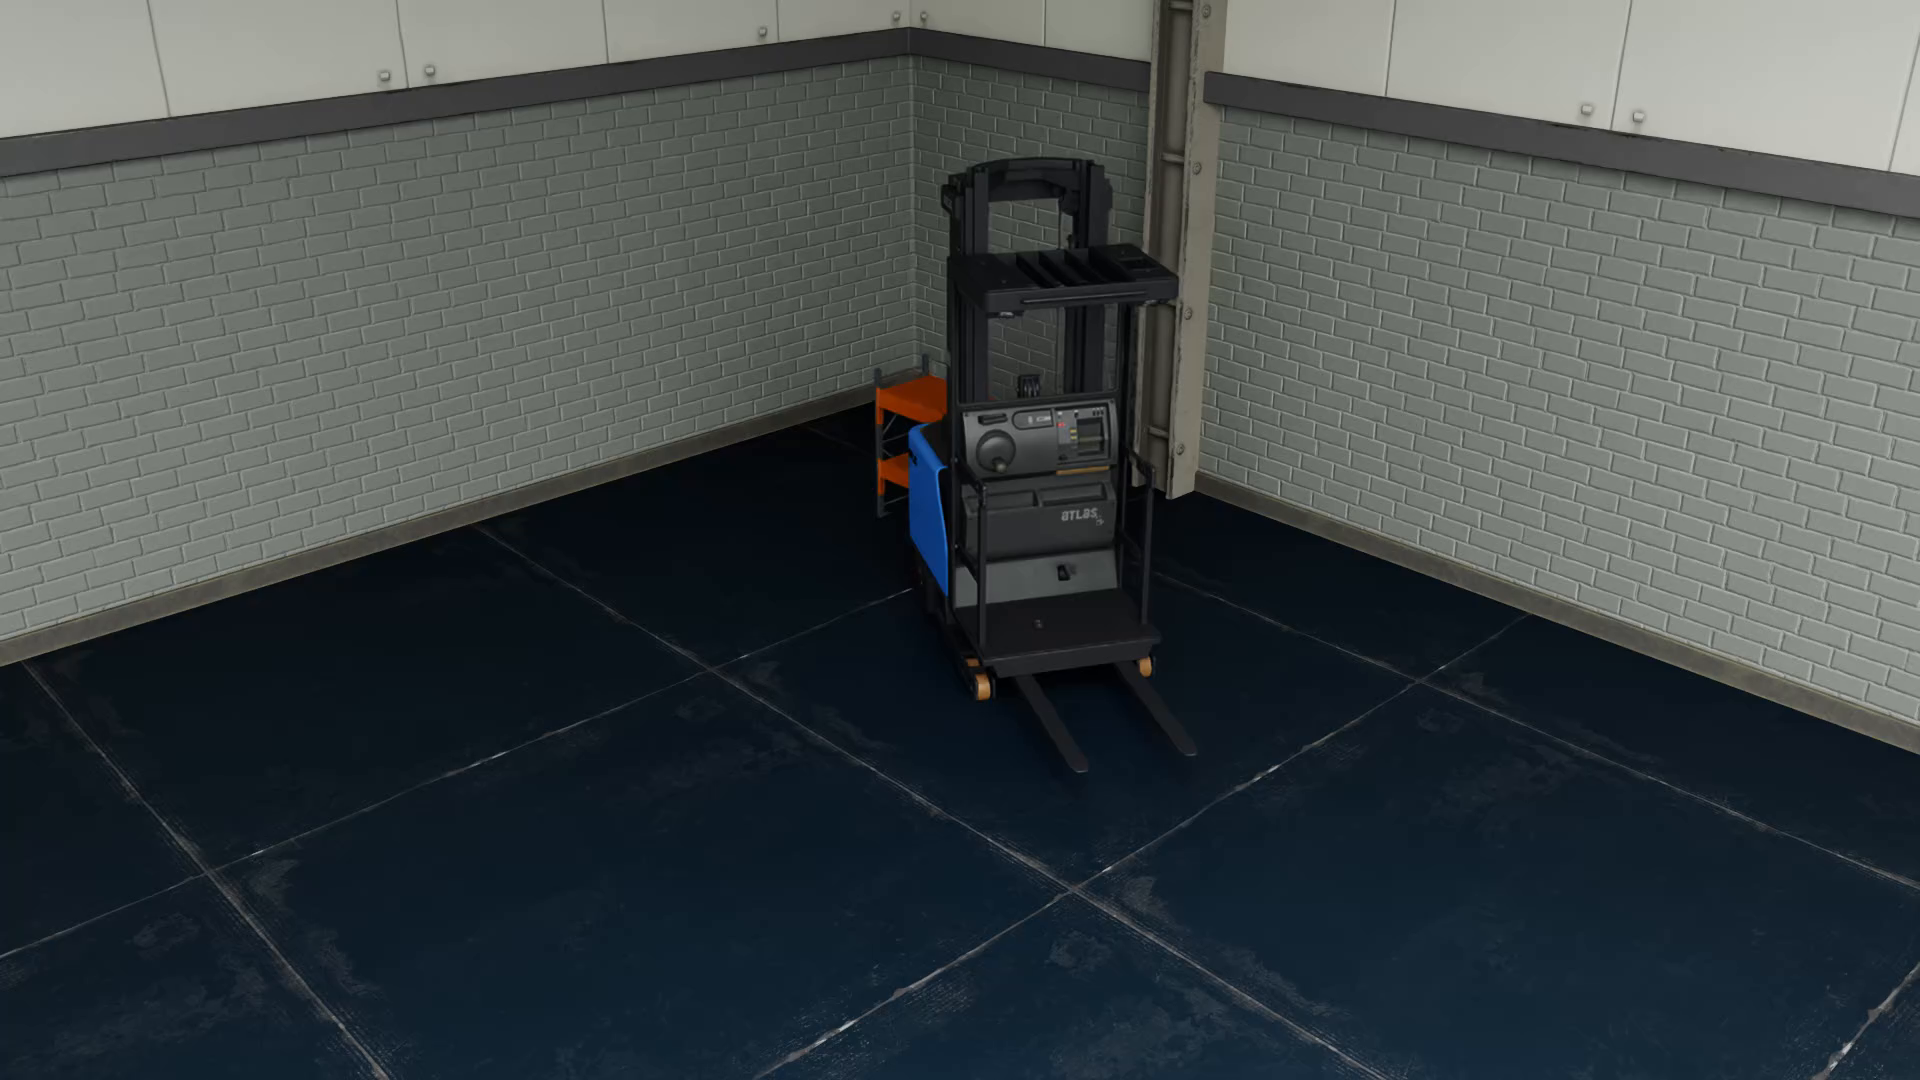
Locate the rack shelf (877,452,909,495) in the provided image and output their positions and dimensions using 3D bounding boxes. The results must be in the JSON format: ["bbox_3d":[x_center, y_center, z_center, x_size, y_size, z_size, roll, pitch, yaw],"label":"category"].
[{"bbox_3d":[-0.062,-0.381,11.820,0.538,0.278,1.000,-22,32,-39],"label":"rack shelf"}]

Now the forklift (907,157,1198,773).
[{"bbox_3d":[0.529,-0.574,9.476,1.130,2.935,3.031,-6,25,-14],"label":"forklift"}]

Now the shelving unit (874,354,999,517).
[{"bbox_3d":[-0.062,-0.604,11.719,0.538,1.125,1.048,-22,32,-39],"label":"shelving unit"}]

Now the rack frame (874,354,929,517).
[{"bbox_3d":[-0.413,-0.757,12.054,0.500,1.125,0.032,-22,32,-39],"label":"rack frame"}]

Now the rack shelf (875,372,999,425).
[{"bbox_3d":[-0.062,-0.870,11.597,0.538,0.278,1.000,-22,32,-39],"label":"rack shelf"}]

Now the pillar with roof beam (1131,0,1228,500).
[{"bbox_3d":[-1.595,-3.275,8.087,9.100,9.000,0.400,-21,32,-38],"label":"pillar with roof beam"}]
